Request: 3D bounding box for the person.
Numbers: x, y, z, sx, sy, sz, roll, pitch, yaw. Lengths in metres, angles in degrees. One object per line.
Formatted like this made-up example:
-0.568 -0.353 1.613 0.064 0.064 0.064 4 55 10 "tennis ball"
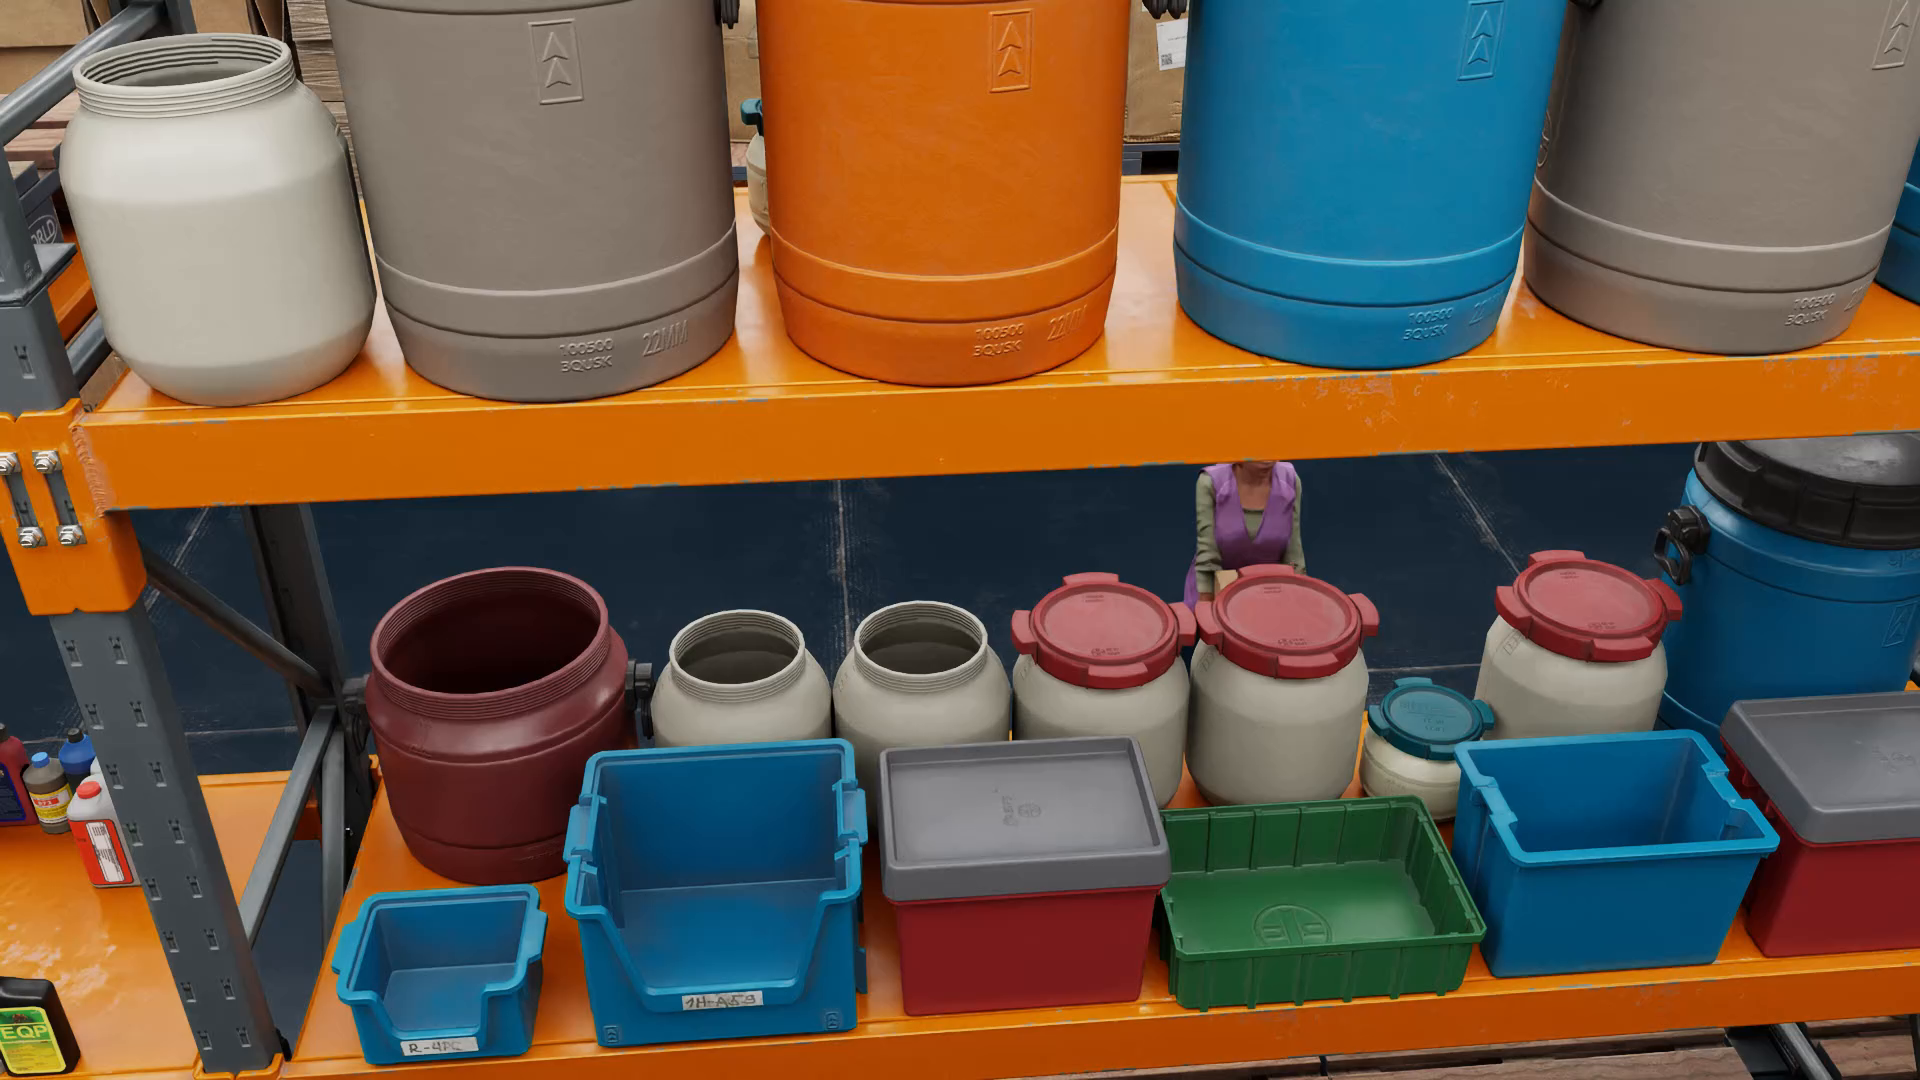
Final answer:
0.957 0.293 5.672 0.375 1.599 0.499 -3 32 -5 "person"
